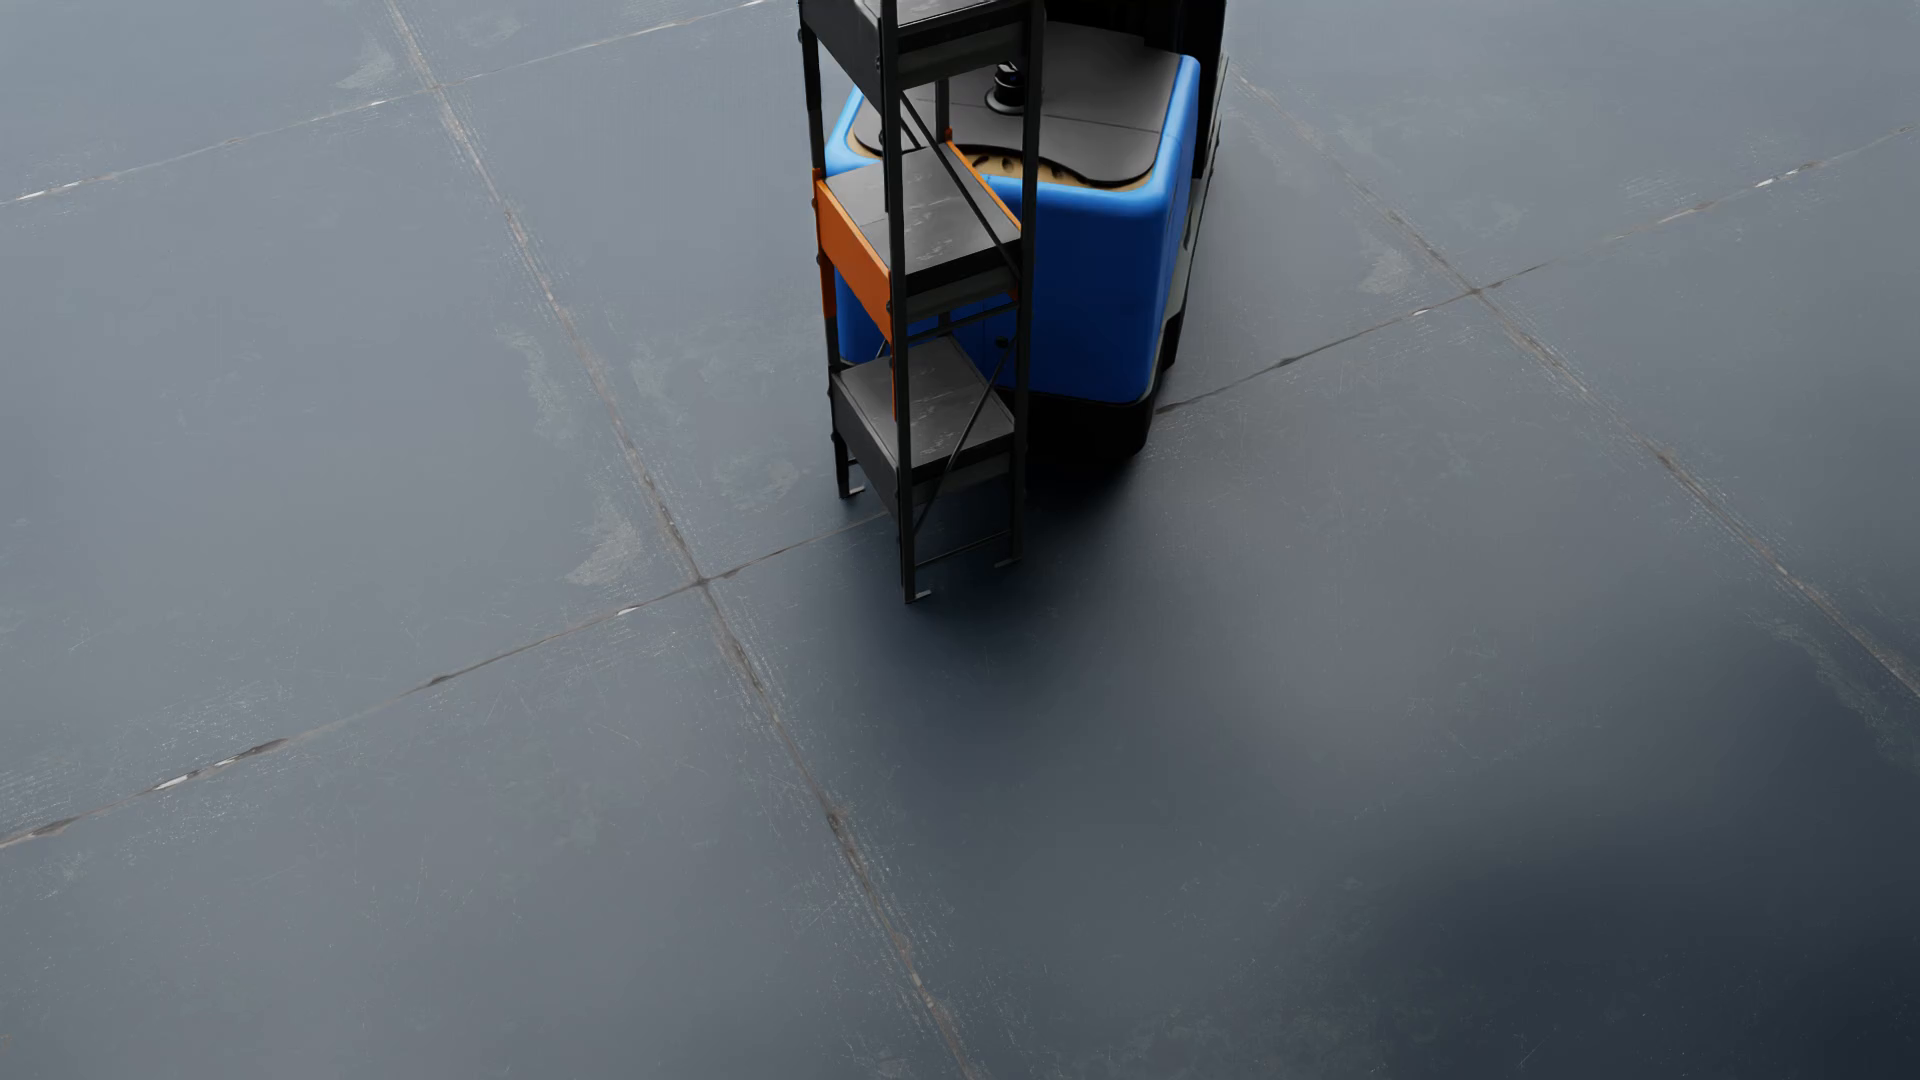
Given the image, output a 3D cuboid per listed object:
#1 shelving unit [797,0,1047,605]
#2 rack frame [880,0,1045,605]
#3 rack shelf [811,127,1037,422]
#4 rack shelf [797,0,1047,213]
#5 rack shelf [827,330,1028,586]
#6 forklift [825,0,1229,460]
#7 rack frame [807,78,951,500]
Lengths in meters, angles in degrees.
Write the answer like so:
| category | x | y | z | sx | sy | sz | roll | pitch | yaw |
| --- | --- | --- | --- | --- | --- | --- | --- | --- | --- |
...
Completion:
| category | x | y | z | sx | sy | sz | roll | pitch | yaw |
| --- | --- | --- | --- | --- | --- | --- | --- | --- | --- |
| shelving unit | -0.100 | -0.729 | 4.493 | 0.431 | 2.100 | 0.503 | -21 | 52 | -17 |
| rack frame | 0.010 | -0.565 | 4.349 | 0.400 | 2.100 | 0.015 | -21 | 52 | -17 |
| rack shelf | -0.100 | -0.720 | 4.503 | 0.431 | 0.518 | 0.480 | -21 | 52 | -17 |
| rack shelf | -0.100 | -1.181 | 3.976 | 0.431 | 0.518 | 0.480 | -21 | 52 | -17 |
| rack shelf | -0.100 | -0.259 | 5.030 | 0.431 | 0.518 | 0.480 | -21 | 52 | -17 |
| forklift | 0.406 | -2.360 | 5.367 | 1.130 | 2.935 | 3.031 | 10 | 50 | 8 |
| rack frame | -0.210 | -0.893 | 4.636 | 0.400 | 2.100 | 0.015 | -21 | 52 | -17 |
